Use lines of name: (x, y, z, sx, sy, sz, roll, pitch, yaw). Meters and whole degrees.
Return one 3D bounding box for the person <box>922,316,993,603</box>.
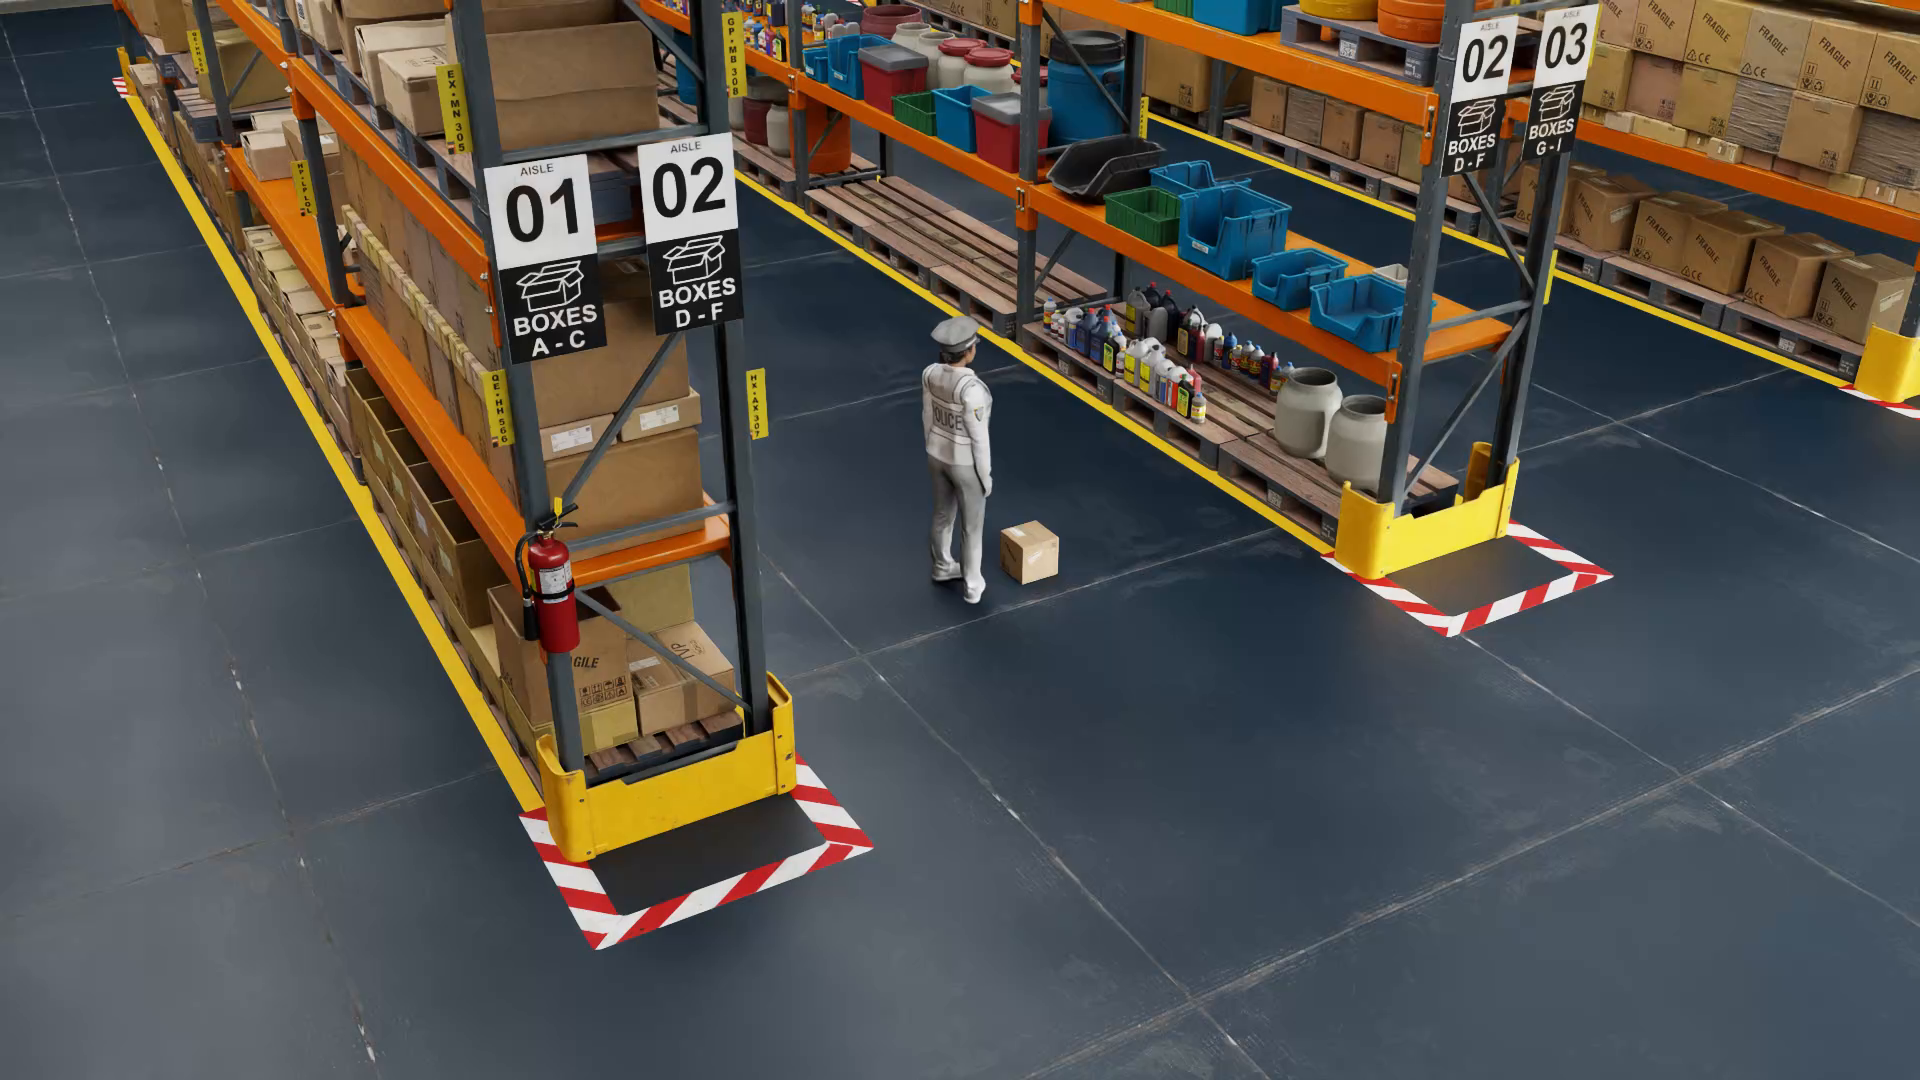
person: (0.016, -0.455, 9.332, 0.388, 1.688, 0.499, -25, 38, -37)
